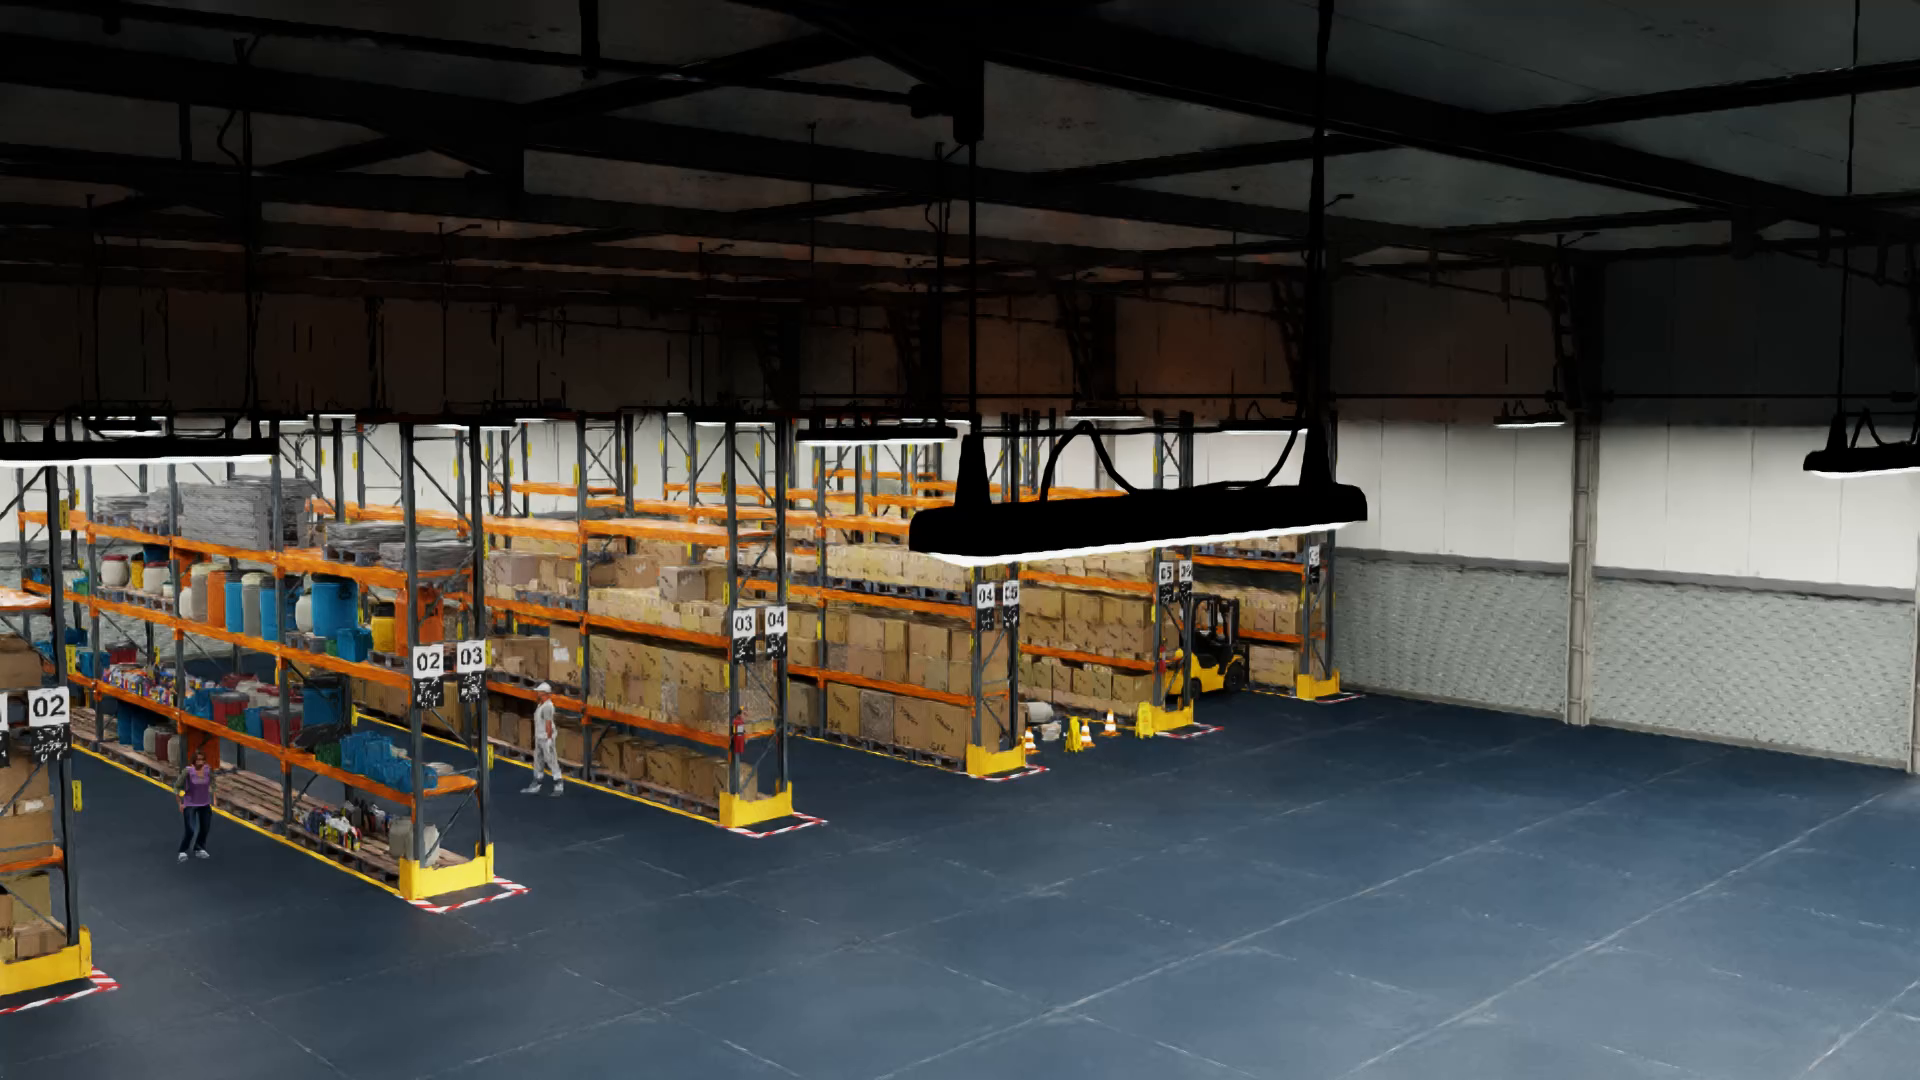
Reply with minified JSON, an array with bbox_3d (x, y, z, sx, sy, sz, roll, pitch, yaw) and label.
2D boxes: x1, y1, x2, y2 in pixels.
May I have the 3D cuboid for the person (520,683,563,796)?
[{"bbox_3d":[-6.645,3.146,26.313,0.624,1.784,0.760,-3,6,-27],"label":"person"}]

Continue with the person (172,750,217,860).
[{"bbox_3d":[-10.417,3.602,22.658,0.519,1.541,0.566,4,7,42],"label":"person"}]
